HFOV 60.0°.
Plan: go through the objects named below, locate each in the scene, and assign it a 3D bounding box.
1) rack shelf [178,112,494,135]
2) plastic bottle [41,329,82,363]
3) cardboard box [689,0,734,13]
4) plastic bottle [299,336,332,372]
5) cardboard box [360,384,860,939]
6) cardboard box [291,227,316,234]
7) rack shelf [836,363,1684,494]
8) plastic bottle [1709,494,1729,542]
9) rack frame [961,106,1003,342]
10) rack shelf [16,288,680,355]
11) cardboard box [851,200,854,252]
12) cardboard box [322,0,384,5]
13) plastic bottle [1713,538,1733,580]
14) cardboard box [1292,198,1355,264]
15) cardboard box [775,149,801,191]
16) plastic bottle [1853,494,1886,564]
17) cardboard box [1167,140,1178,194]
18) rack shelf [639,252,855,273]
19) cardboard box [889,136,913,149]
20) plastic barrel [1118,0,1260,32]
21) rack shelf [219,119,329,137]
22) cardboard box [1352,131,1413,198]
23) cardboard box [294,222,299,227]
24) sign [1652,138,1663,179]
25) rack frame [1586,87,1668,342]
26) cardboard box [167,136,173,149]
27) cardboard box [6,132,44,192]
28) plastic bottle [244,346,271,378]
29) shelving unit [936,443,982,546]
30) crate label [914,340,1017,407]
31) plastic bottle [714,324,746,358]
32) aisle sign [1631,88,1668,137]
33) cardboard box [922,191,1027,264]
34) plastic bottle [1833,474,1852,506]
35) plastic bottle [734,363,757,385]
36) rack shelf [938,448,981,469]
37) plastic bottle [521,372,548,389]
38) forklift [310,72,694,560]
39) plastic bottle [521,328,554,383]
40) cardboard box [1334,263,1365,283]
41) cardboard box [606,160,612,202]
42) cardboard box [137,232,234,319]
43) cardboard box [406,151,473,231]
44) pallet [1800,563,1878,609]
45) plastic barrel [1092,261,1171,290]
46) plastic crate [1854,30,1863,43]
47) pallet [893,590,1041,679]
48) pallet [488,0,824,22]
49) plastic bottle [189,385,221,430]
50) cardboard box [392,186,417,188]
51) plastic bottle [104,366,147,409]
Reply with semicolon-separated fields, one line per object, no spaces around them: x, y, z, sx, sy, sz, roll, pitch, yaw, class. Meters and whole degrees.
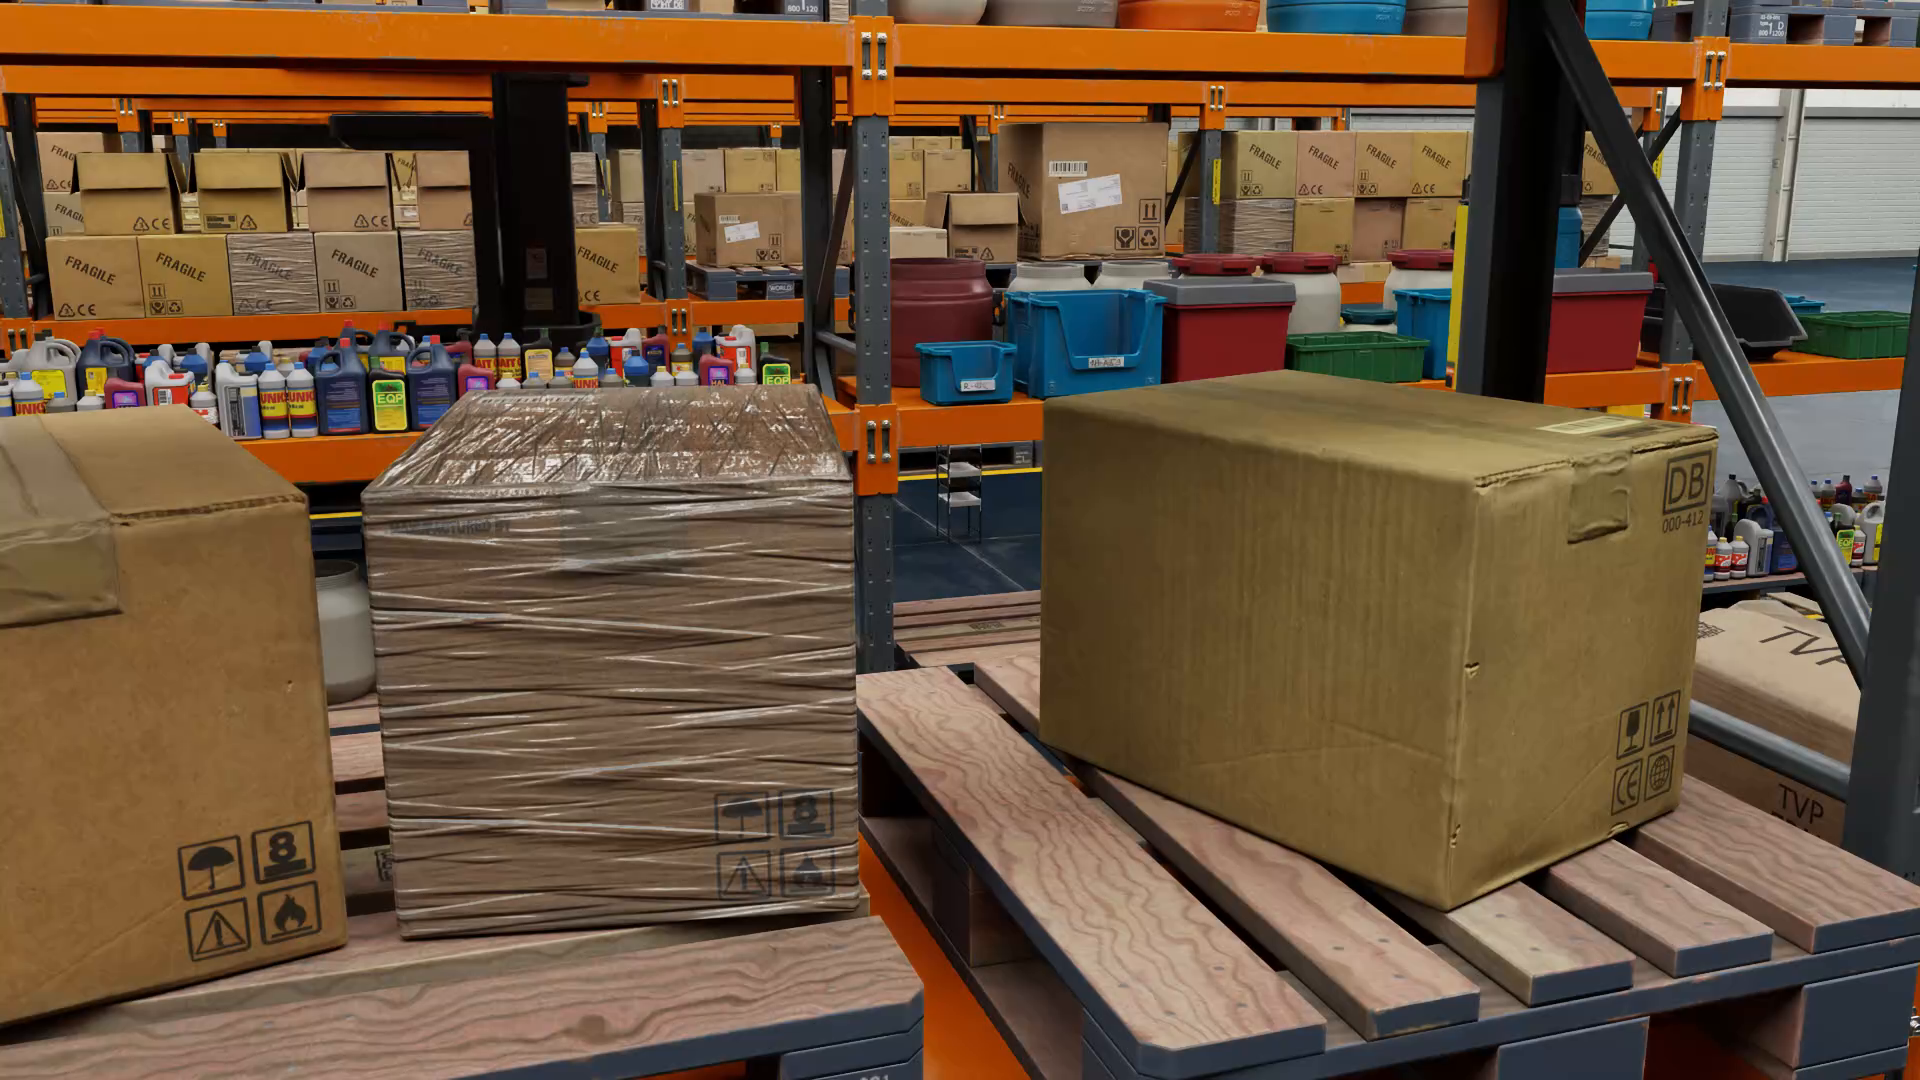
-7.130;-5.049;19.960;4.000;0.370;1.077;-4;14;-18;rack shelf
-3.518;-0.648;6.492;0.185;0.351;0.144;-4;14;-18;plastic bottle
-1.546;-3.643;11.199;0.500;0.500;0.500;-4;14;-18;cardboard box
-2.638;-0.694;6.831;0.133;0.283;0.061;-4;14;-18;plastic bottle
-0.406;0.103;2.105;0.500;0.500;0.700;-2;13;-7;cardboard box
-4.544;-1.837;11.167;0.500;0.500;0.500;-5;14;-19;cardboard box
1.402;-0.625;7.844;4.000;0.370;1.077;-4;14;-18;rack shelf
4.069;-0.106;9.042;0.135;0.276;0.152;-4;14;-18;plastic bottle
0.232;-3.305;17.553;0.127;3.000;1.000;-4;14;-18;rack frame
-3.969;-1.416;11.170;4.000;0.370;1.077;-4;14;-18;rack shelf
-1.136;-3.181;16.820;0.500;0.500;0.500;-4;14;-17;cardboard box
-4.003;-3.472;10.646;0.637;0.503;0.797;-5;14;-19;cardboard box
3.835;0.090;8.381;0.097;0.201;0.097;0;13;0;plastic bottle
2.649;-2.451;13.108;0.500;0.500;0.875;-4;14;-18;cardboard box
-1.682;-3.689;16.793;0.500;0.500;0.700;-5;14;-19;cardboard box
4.777;-0.062;8.695;0.185;0.351;0.144;-5;14;-19;plastic bottle
2.132;-4.039;17.984;0.500;0.550;0.875;-4;14;-18;cardboard box
-1.664;-2.807;17.016;4.000;0.370;1.077;-4;14;-18;rack shelf
-0.957;-5.047;21.861;0.500;0.500;0.700;-5;14;-19;cardboard box
0.974;-2.557;7.001;0.708;0.830;0.600;-4;14;-18;plastic barrel
-8.716;-6.138;24.536;4.000;0.370;1.077;-4;14;-18;rack shelf
3.173;-2.940;13.003;0.500;0.500;0.500;-4;14;-18;cardboard box
-6.093;-2.782;14.992;0.250;0.149;0.380;-4;14;-18;cardboard box
5.667;-3.098;13.501;0.005;0.325;0.100;-4;14;-18;sign
5.509;-2.504;14.190;0.127;3.000;1.000;-4;14;-18;rack frame
-9.407;-4.677;19.543;0.250;0.149;0.380;-5;14;-19;cardboard box
-8.198;-3.261;14.349;0.500;0.500;0.500;-5;14;-20;cardboard box
-2.785;-0.635;6.609;0.097;0.271;0.097;0;13;0;plastic bottle
-0.008;-0.437;10.036;0.210;0.900;0.258;-4;14;-18;shelving unit
0.025;-0.695;6.945;0.416;0.233;0.303;-4;14;-18;crate label
-1.007;-0.806;7.319;0.135;0.276;0.152;-4;14;-18;plastic bottle
5.663;-3.708;13.631;0.004;0.787;0.394;-4;14;-18;aisle sign
0.104;-2.316;12.265;0.637;0.503;0.797;-3;14;-12;cardboard box
5.050;-0.233;9.557;0.133;0.283;0.061;-4;14;-17;plastic bottle
-0.856;-0.603;6.626;0.097;0.201;0.097;0;13;0;plastic bottle
-0.008;-0.492;10.023;0.200;0.077;0.258;-4;14;-18;rack shelf
-1.629;-0.543;6.373;0.097;0.201;0.097;0;13;0;plastic bottle
-2.820;-1.264;9.122;3.031;2.935;1.130;-3;14;-13;forklift
-1.806;-0.759;7.103;0.133;0.283;0.061;-4;14;-18;plastic bottle
2.971;-2.107;13.062;0.250;0.149;0.380;-4;14;-18;cardboard box
-4.242;-4.508;20.845;0.500;0.500;0.500;-4;14;-15;cardboard box
-4.873;-1.684;10.524;0.500;0.500;0.500;-4;14;-18;cardboard box
-3.390;-2.353;11.168;0.637;0.503;0.797;-4;14;-17;cardboard box
5.105;0.102;9.256;1.213;0.211;1.003;-4;14;-18;pallet
0.812;-1.036;7.774;0.421;0.512;0.421;0;13;0;plastic barrel
4.690;-2.661;8.936;0.396;0.136;0.243;-4;14;-18;plastic crate
0.253;0.480;7.668;1.213;0.211;1.003;-4;14;-18;pallet
-1.250;-2.160;6.668;1.213;0.211;1.003;-4;14;-18;pallet
-2.728;-0.457;6.013;0.097;0.201;0.097;0;13;0;plastic bottle
-5.305;-3.292;15.850;0.250;0.149;0.380;-4;14;-16;cardboard box
-2.960;-0.475;5.909;0.133;0.283;0.061;-4;14;-18;plastic bottle
